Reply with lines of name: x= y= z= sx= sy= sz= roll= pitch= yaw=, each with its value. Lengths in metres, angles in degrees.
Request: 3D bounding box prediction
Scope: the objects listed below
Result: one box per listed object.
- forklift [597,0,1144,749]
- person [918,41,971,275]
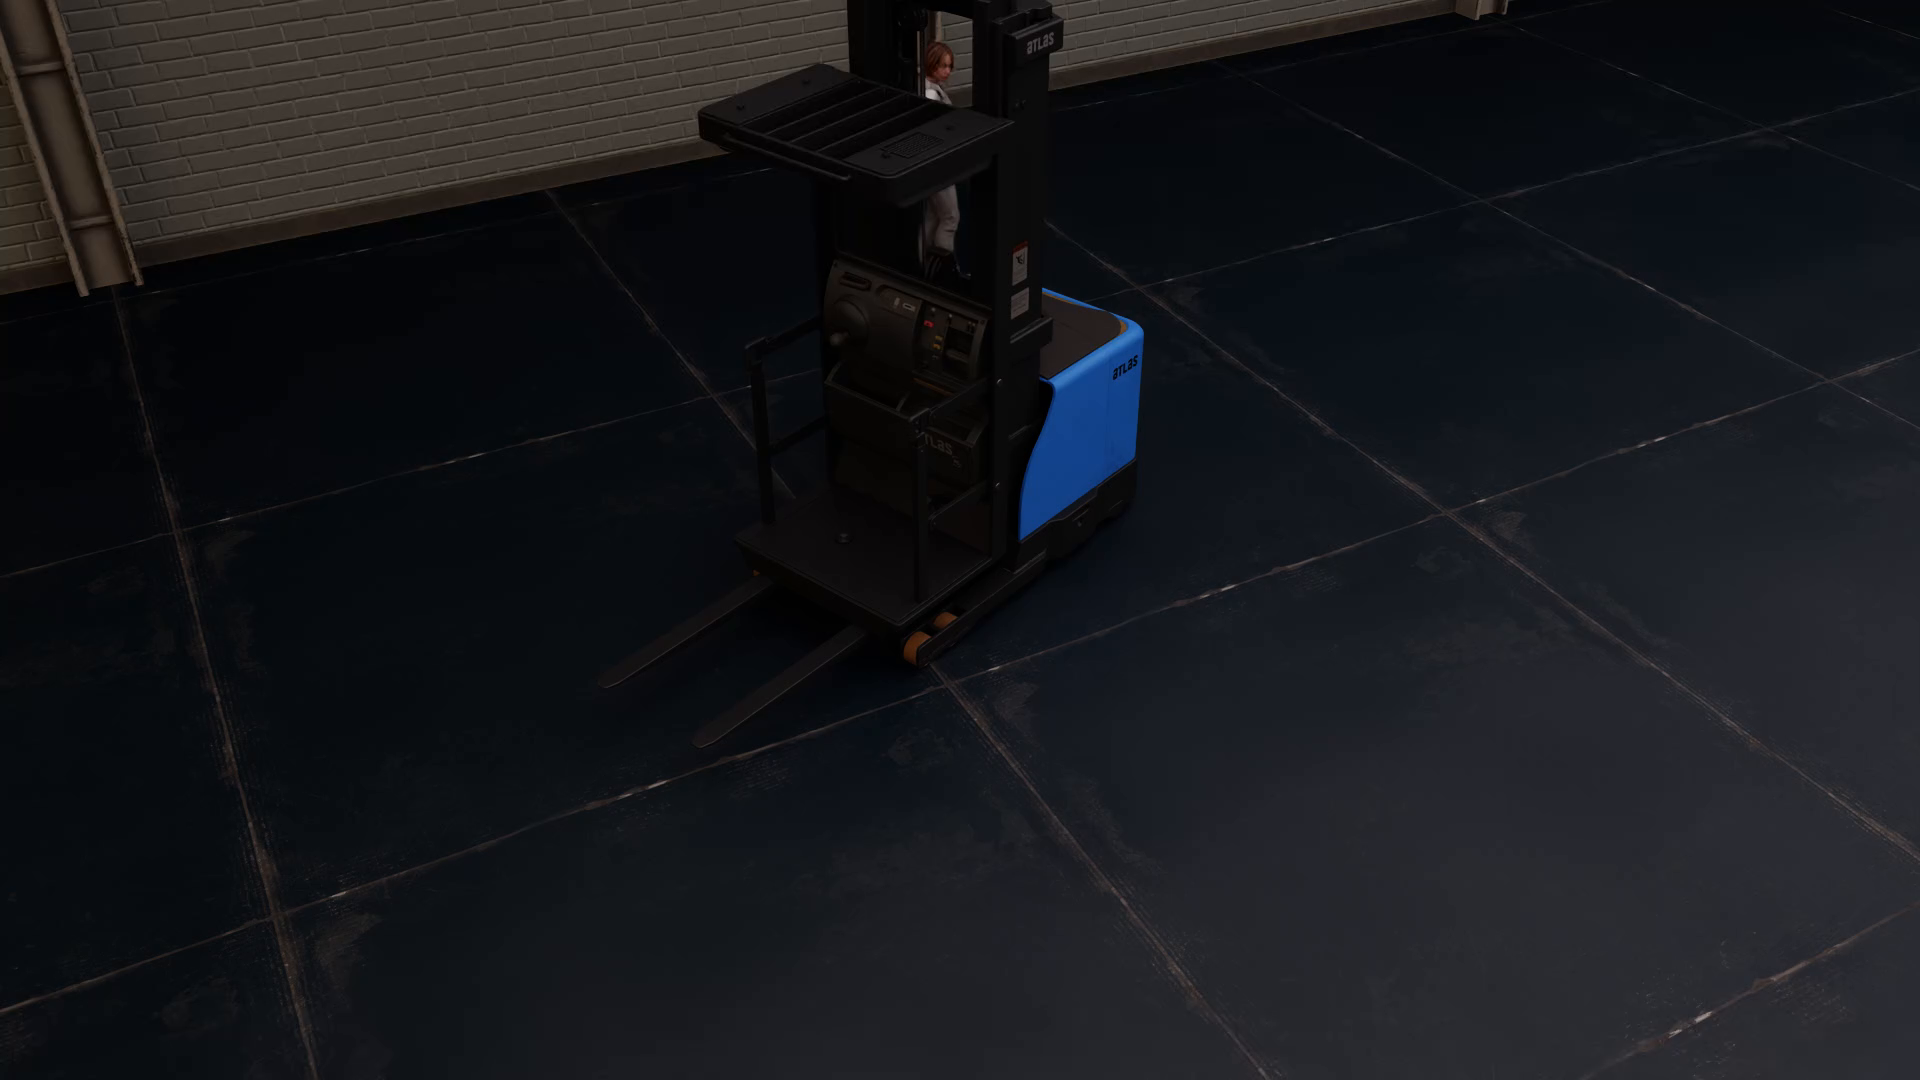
forklift: x=-0.390 y=-0.927 z=7.434 sx=1.130 sy=2.935 sz=3.031 roll=26 pitch=43 yaw=31
person: x=-0.122 y=-2.398 z=10.684 sx=0.440 sy=1.587 sz=0.607 roll=-7 pitch=36 yaw=-10
